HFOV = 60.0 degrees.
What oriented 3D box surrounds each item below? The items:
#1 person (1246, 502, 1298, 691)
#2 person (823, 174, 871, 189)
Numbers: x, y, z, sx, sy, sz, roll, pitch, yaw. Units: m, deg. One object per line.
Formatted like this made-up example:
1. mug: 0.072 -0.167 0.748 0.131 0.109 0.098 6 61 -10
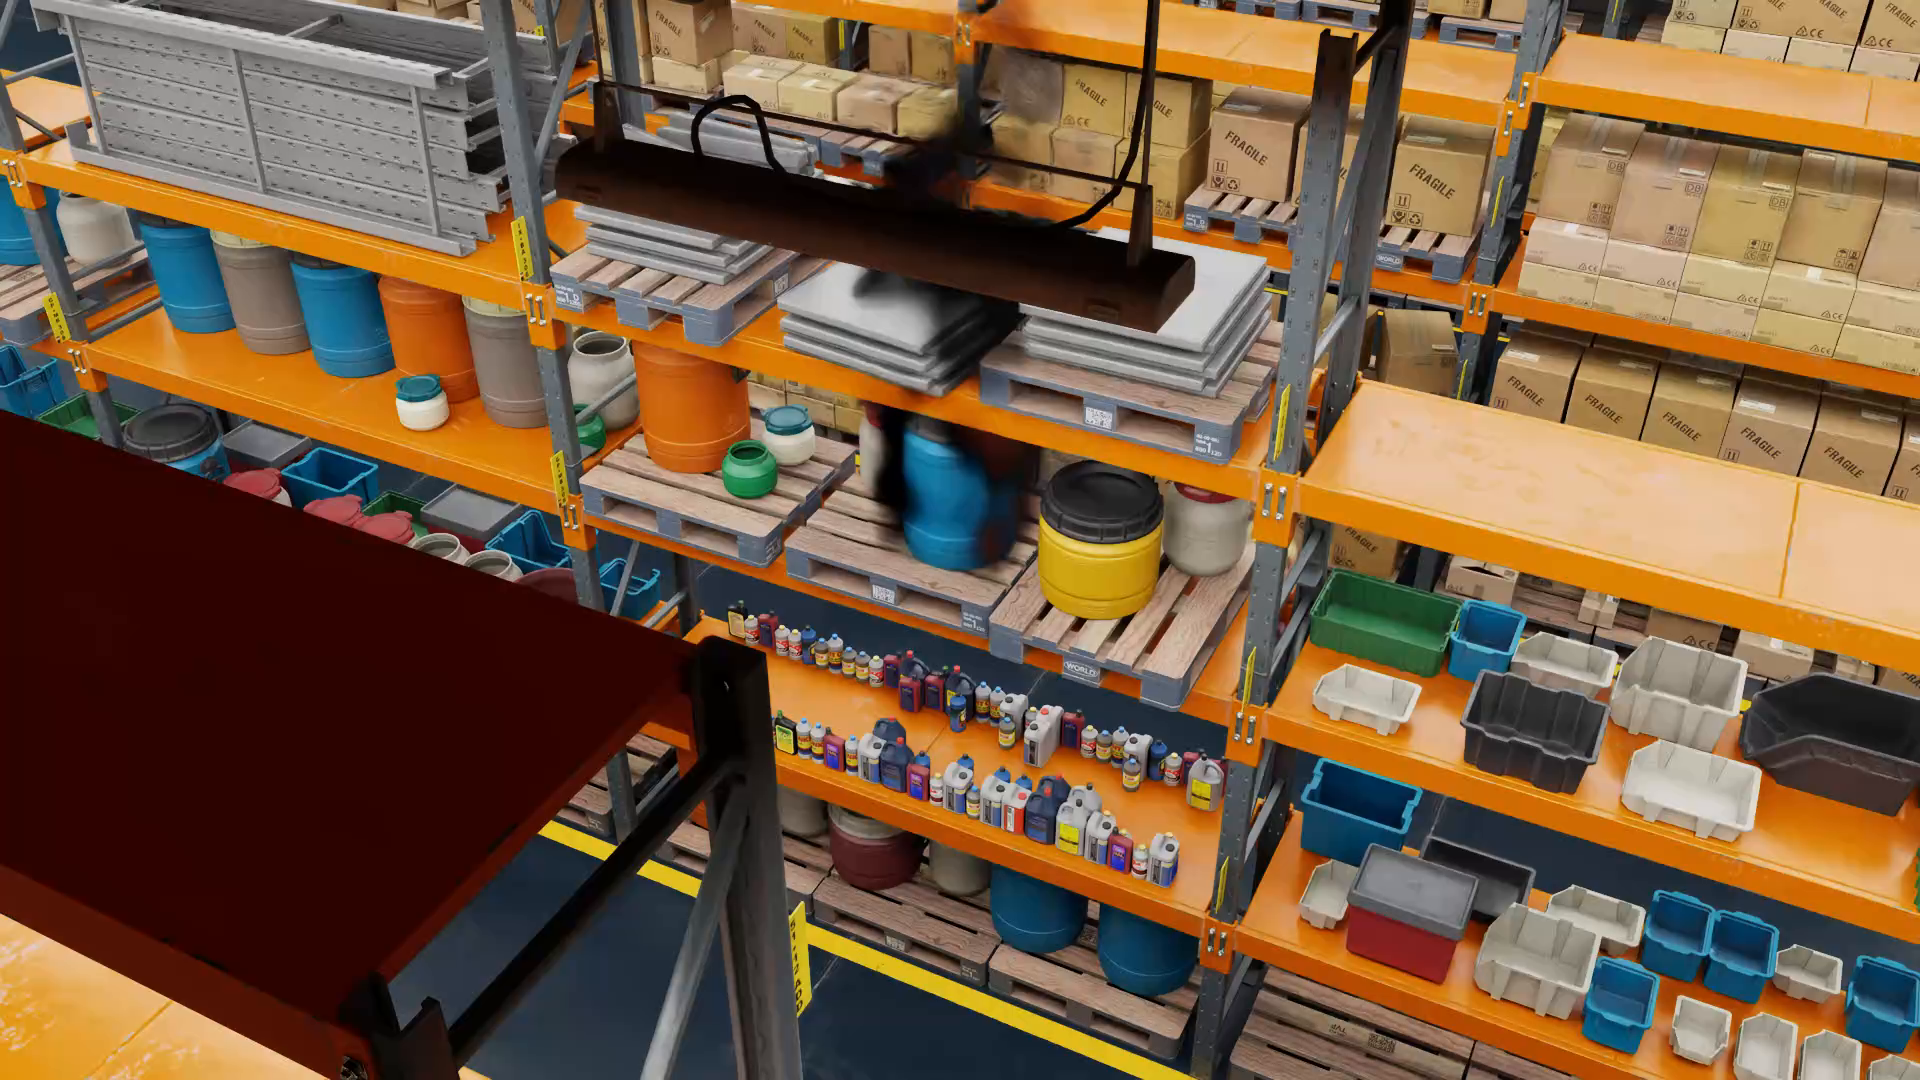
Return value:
1. person: 2.065 0.330 11.420 0.878 1.697 0.576 10 36 14
2. person: -1.204 -3.119 16.810 0.909 1.814 0.613 6 35 8
